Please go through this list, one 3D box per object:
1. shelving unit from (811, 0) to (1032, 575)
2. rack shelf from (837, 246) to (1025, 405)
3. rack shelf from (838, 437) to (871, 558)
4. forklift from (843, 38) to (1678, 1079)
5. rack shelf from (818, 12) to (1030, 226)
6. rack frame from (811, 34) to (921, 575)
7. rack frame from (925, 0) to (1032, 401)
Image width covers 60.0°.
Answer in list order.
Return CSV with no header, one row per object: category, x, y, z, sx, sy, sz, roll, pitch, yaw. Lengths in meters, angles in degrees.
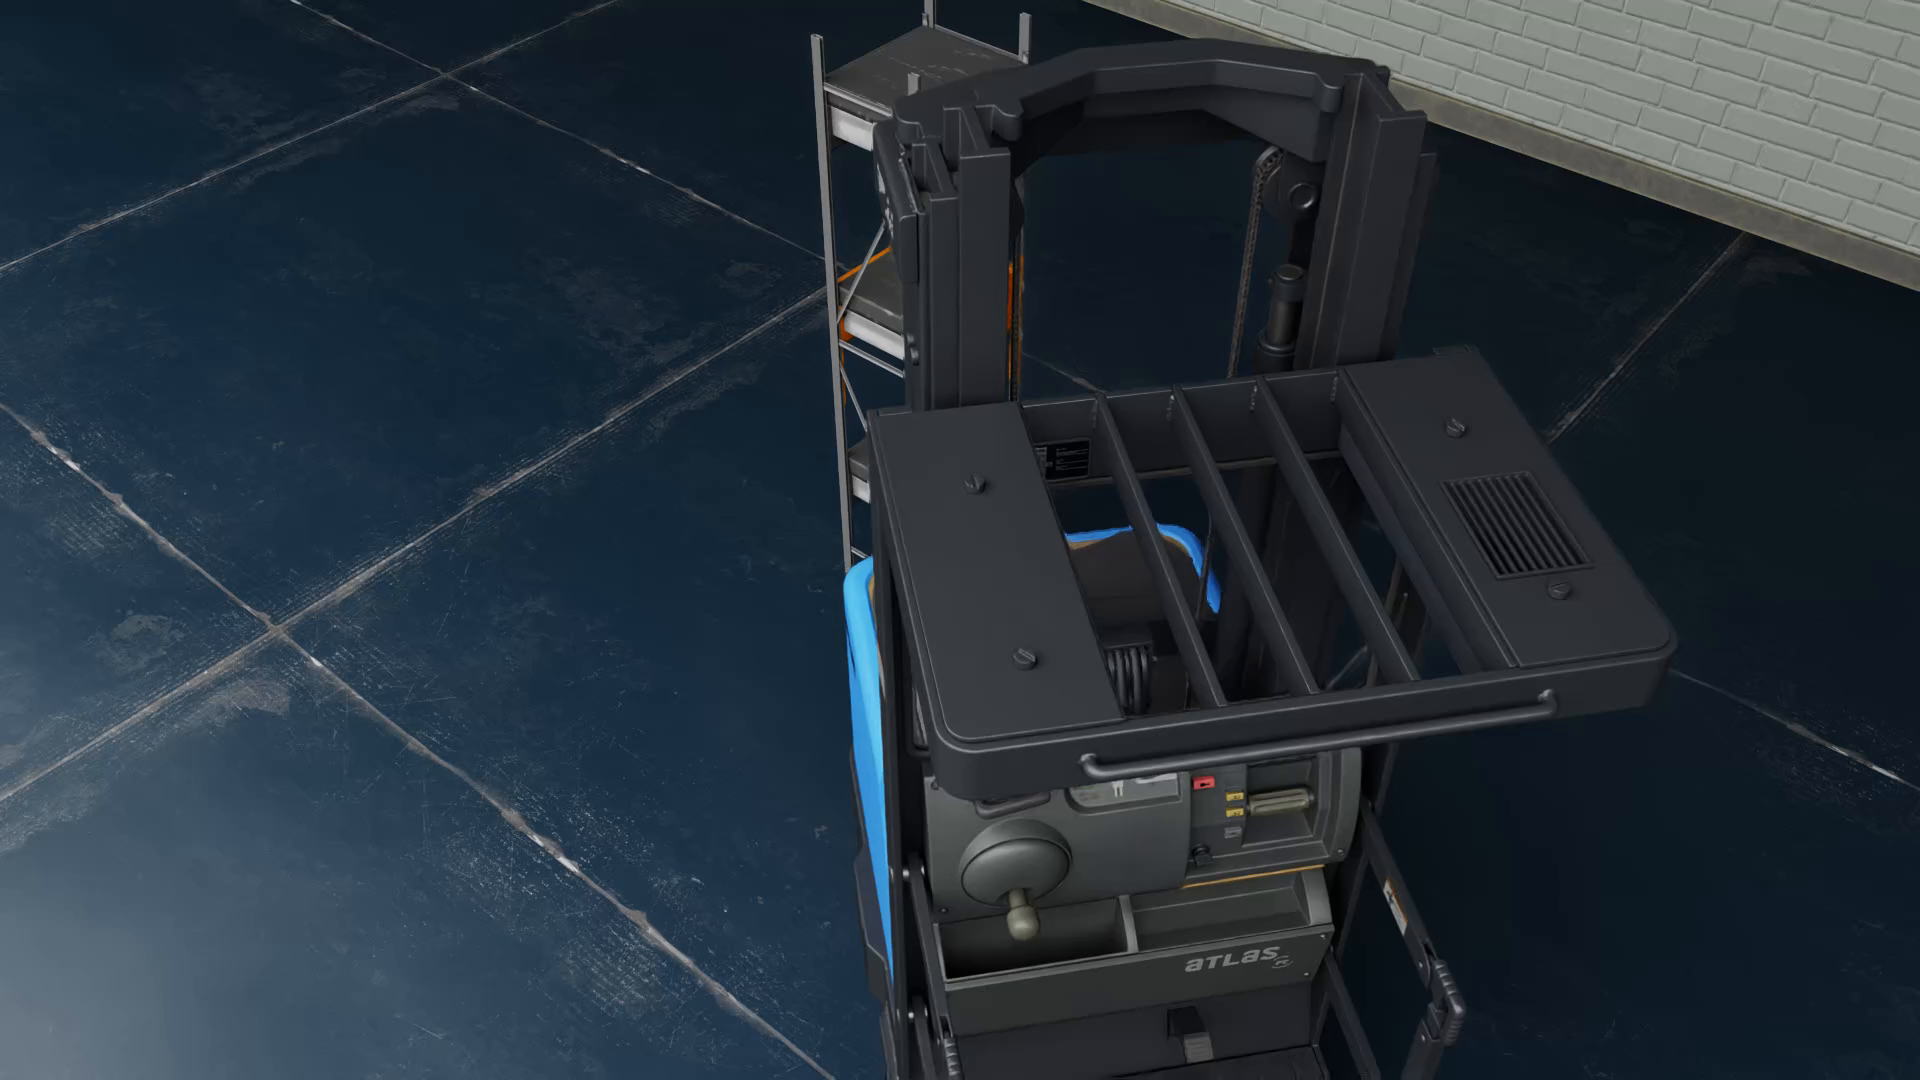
shelving unit,-0.107,-0.692,5.450,0.431,2.100,0.503,29,50,28
rack shelf,-0.107,-0.682,5.459,0.431,0.518,0.480,29,50,28
rack shelf,-0.107,-0.164,5.930,0.431,0.518,0.480,29,50,28
forklift,0.429,0.679,3.325,1.130,2.935,3.031,-7,43,-7
rack shelf,-0.107,-1.199,4.988,0.431,0.518,0.480,29,50,28
rack frame,-0.264,-0.566,5.312,0.400,2.100,0.015,29,50,28
rack frame,0.050,-0.817,5.588,0.400,2.100,0.015,29,50,28
